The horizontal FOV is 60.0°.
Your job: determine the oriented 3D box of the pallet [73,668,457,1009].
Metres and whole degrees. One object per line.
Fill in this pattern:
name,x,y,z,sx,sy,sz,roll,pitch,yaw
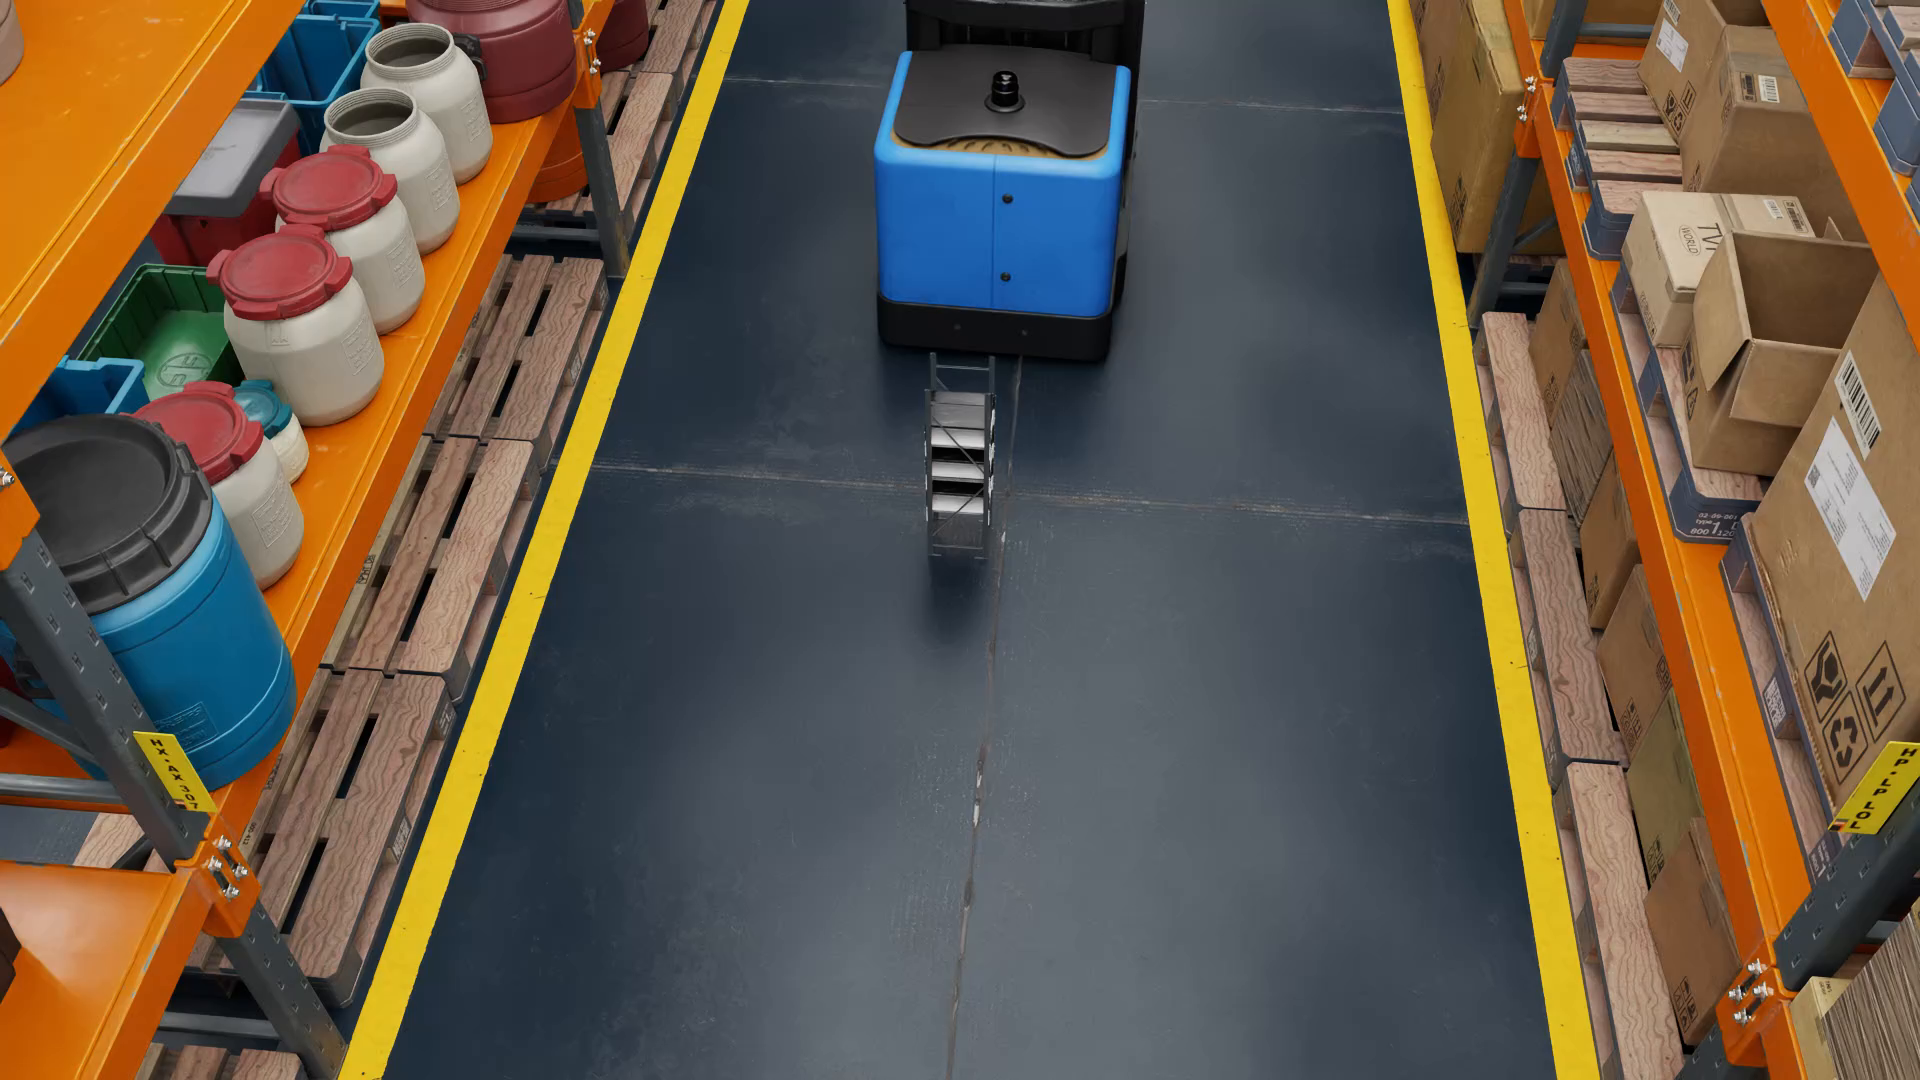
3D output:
pallet,-2.416,0.976,5.740,1.003,0.211,1.213,4,48,4

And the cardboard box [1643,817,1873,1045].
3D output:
cardboard box,2.561,1.193,5.048,0.700,0.500,0.500,1,48,1

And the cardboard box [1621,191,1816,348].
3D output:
cardboard box,2.466,-0.867,5.353,0.500,0.250,0.500,3,48,2

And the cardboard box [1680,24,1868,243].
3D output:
cardboard box,2.887,-1.351,5.626,0.700,0.500,0.500,10,48,9

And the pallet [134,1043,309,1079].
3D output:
pallet,-2.552,2.046,4.761,1.003,0.211,1.213,4,48,4

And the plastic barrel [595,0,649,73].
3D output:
plastic barrel,-1.954,-2.843,8.693,0.600,0.588,0.708,4,48,4

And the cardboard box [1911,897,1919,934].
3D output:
cardboard box,2.189,0.789,3.074,0.500,0.500,0.500,4,48,4

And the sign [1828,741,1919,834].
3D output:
sign,1.930,0.522,3.481,0.100,0.325,0.005,4,48,4

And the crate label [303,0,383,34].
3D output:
crate label,-2.496,-1.984,6.671,0.303,0.233,0.416,4,48,4

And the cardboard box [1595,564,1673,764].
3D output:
cardboard box,2.674,0.432,5.743,0.700,0.500,0.500,0,48,0

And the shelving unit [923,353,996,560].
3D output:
shelving unit,0.001,-0.310,6.449,0.258,0.900,0.210,4,48,4

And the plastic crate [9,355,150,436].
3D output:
plastic crate,-2.658,-0.212,4.948,0.392,0.384,0.575,4,48,4

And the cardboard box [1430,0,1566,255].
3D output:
cardboard box,2.932,-1.922,7.657,1.225,0.875,0.875,2,48,2

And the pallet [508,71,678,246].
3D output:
pallet,-2.054,-1.966,8.431,1.003,0.211,1.213,4,48,4

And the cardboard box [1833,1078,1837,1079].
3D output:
cardboard box,2.129,1.353,3.676,0.380,0.149,0.250,4,48,4

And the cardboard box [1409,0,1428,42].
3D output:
cardboard box,3.094,-3.228,8.850,1.225,0.875,0.875,2,48,2

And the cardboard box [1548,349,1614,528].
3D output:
cardboard box,2.769,-0.395,6.500,0.700,0.500,0.500,0,48,0

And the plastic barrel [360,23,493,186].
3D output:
plastic barrel,-1.965,-1.592,6.124,0.421,0.512,0.421,0,48,0

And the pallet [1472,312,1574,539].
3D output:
pallet,2.775,-0.477,7.069,1.003,0.211,1.213,4,48,4

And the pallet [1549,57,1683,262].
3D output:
pallet,2.889,-1.396,6.150,1.213,0.211,1.003,4,48,4

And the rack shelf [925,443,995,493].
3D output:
rack shelf,0.001,-0.287,6.474,0.258,0.077,0.200,4,48,4

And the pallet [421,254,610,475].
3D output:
pallet,-2.194,-0.817,7.380,1.003,0.211,1.213,4,48,4

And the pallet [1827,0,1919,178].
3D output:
pallet,2.737,-1.210,3.945,1.213,0.211,1.003,4,48,4

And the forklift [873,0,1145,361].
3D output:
forklift,0.328,-2.888,7.431,1.130,2.935,3.031,5,48,5

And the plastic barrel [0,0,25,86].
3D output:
plastic barrel,-2.559,-1.436,3.684,0.600,0.901,0.600,0,48,0

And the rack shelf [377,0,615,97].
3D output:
rack shelf,-1.902,-3.552,8.479,1.077,0.370,4.000,4,48,4

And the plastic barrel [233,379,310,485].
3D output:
plastic barrel,-2.176,-0.301,5.112,0.301,0.262,0.301,0,48,0

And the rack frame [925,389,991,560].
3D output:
rack frame,-0.009,-0.235,6.381,0.240,0.900,0.006,4,48,4

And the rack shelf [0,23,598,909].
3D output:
rack shelf,-2.267,-0.613,5.791,1.077,0.370,4.000,4,48,4

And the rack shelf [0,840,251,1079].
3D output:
rack shelf,-2.631,2.327,3.103,1.077,0.370,4.000,4,48,4

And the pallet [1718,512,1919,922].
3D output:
pallet,2.698,0.460,4.452,1.003,0.211,1.213,4,48,4

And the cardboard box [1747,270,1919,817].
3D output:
cardboard box,2.695,0.029,4.026,1.000,1.000,1.000,4,48,4

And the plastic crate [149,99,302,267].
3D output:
plastic crate,-2.536,-1.180,5.779,0.402,0.464,0.583,4,48,4

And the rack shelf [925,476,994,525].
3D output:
rack shelf,0.001,-0.166,6.607,0.258,0.077,0.200,4,48,4

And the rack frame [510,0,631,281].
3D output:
rack frame,-2.084,-2.325,6.870,1.000,3.000,0.127,4,48,4

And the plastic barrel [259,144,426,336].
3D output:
plastic barrel,-2.037,-0.977,5.545,0.433,0.535,0.433,0,48,0

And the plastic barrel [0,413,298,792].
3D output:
plastic barrel,-2.112,0.182,4.237,0.600,0.901,0.708,4,48,4

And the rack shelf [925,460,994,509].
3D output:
rack shelf,0.001,-0.226,6.540,0.258,0.077,0.200,4,48,4

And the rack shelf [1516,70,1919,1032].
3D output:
rack shelf,2.666,-0.279,5.486,1.077,0.370,4.000,4,48,4
